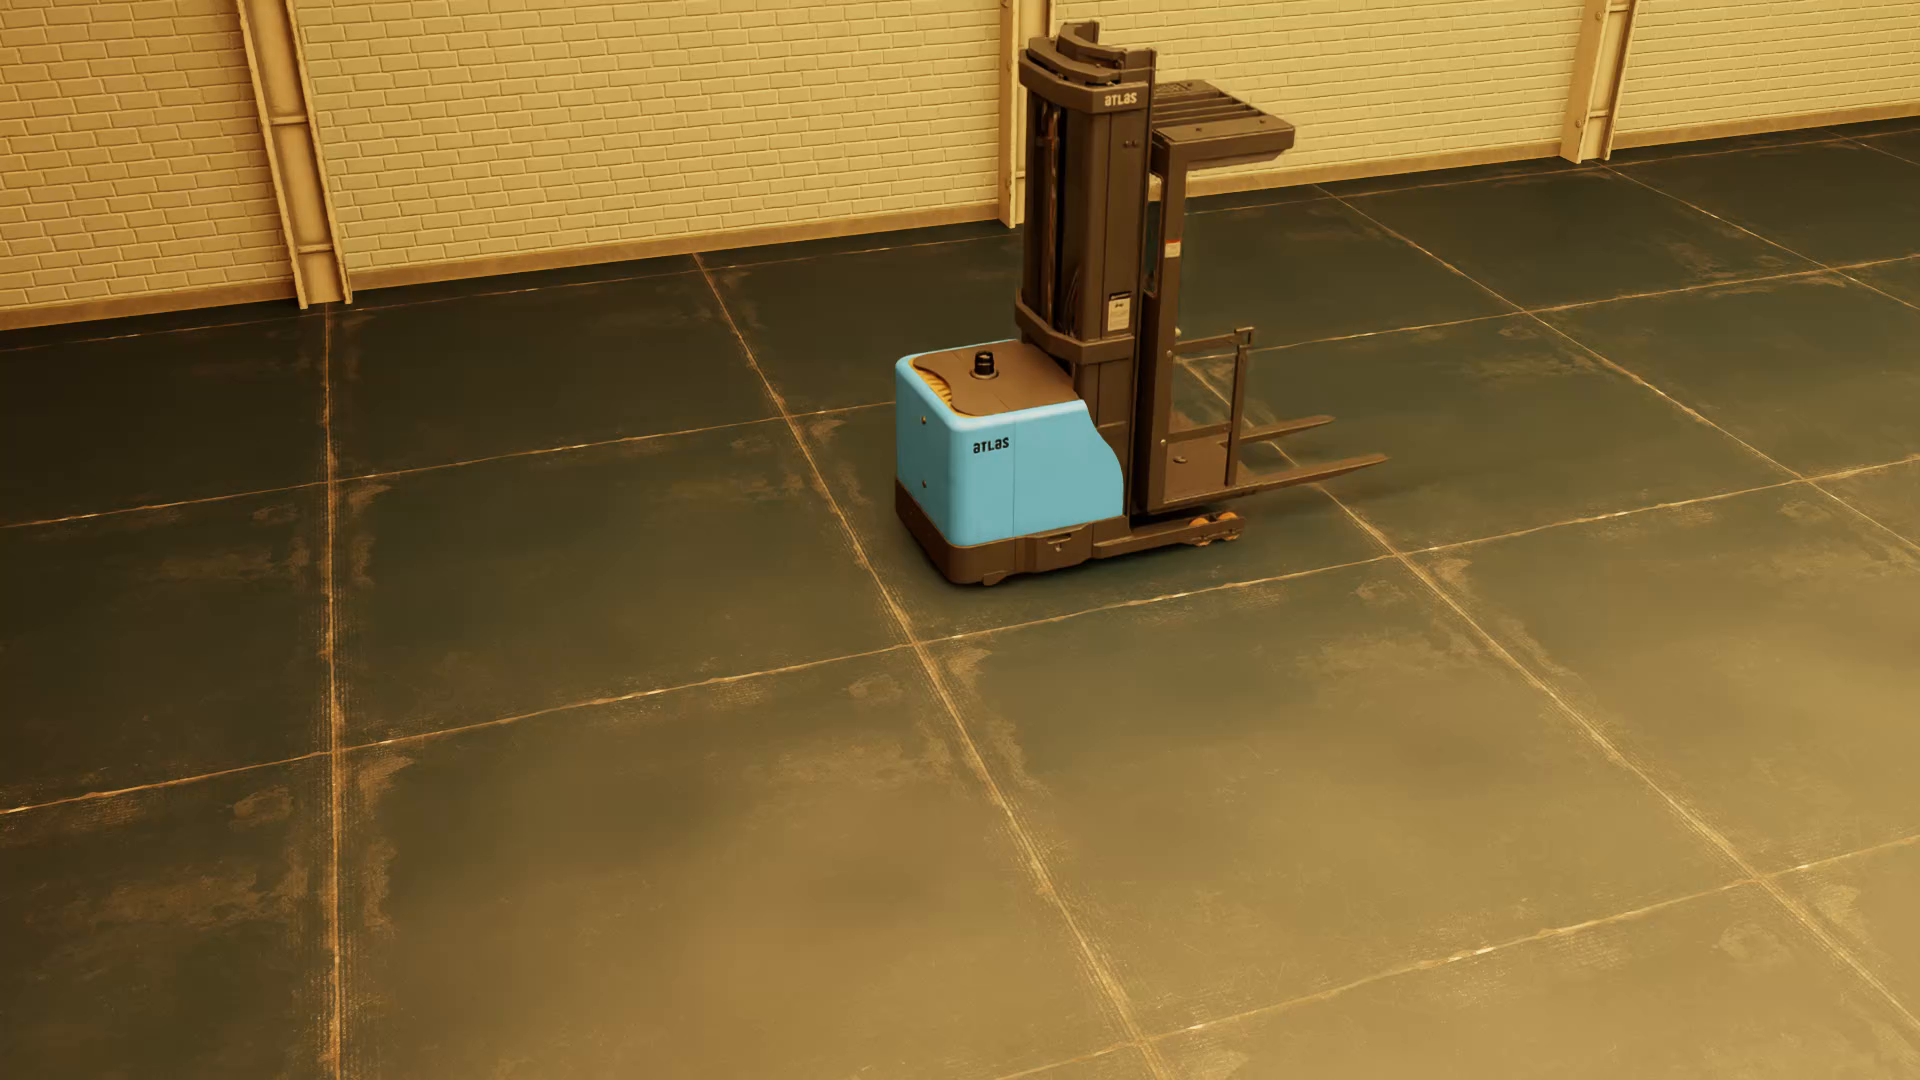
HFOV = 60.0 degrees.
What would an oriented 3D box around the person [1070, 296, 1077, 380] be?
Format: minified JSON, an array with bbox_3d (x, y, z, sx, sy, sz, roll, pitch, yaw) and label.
[{"bbox_3d":[0.893,-0.808,9.913,0.528,1.514,0.707,14,33,22],"label":"person"}]

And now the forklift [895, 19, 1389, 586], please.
[{"bbox_3d":[1.174,-1.465,9.634,3.031,2.935,1.130,-11,32,-19],"label":"forklift"}]
